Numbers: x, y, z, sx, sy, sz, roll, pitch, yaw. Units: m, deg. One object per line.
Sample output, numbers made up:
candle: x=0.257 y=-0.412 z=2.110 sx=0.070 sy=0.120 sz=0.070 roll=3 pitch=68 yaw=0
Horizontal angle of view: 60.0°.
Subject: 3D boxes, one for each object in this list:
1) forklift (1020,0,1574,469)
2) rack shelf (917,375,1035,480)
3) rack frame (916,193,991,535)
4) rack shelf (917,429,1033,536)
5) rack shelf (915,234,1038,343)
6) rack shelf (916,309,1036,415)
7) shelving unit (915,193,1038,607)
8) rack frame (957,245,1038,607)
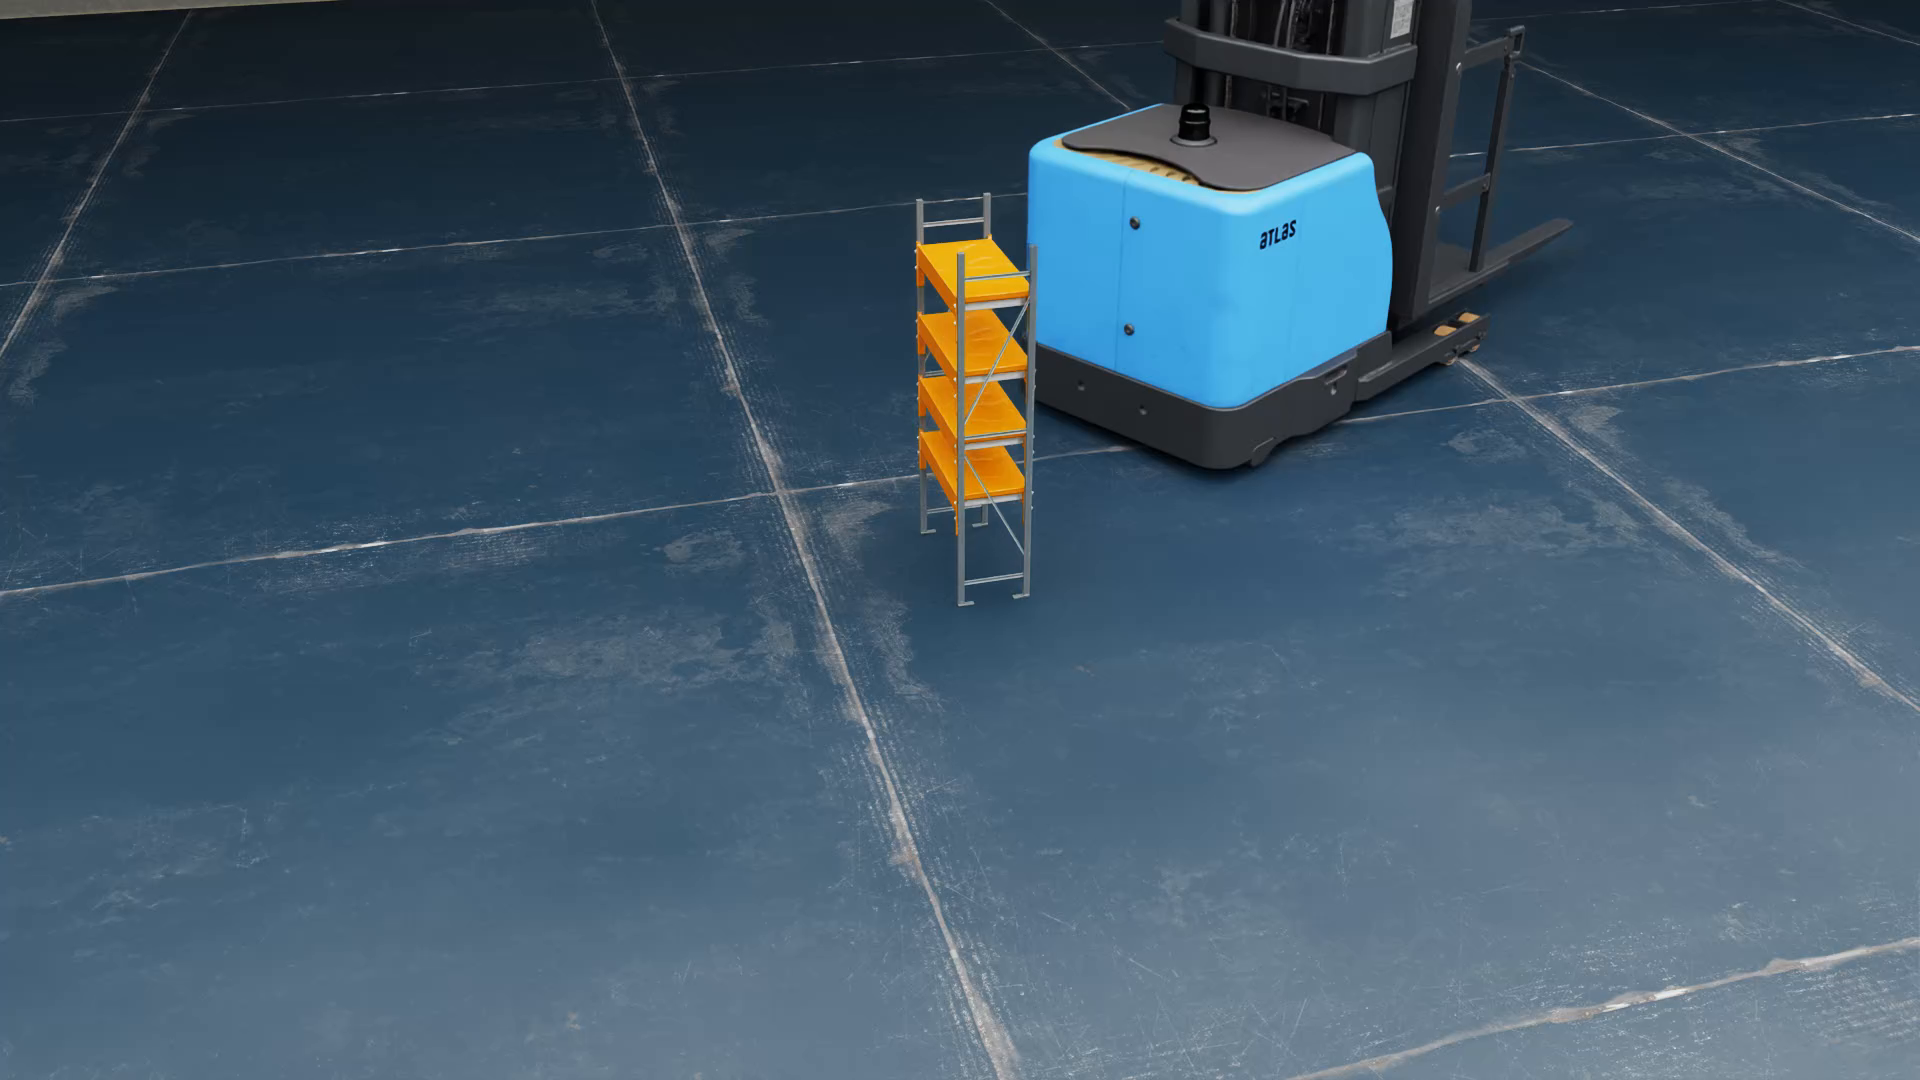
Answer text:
forklift: x=1.629 y=-2.167 z=6.567 sx=1.130 sy=2.935 sz=3.031 roll=26 pitch=39 yaw=37
rack shelf: x=0.044 y=-0.381 z=5.345 sx=0.258 sy=0.148 sz=0.480 roll=-8 pitch=31 yaw=-13
rack frame: x=-0.021 y=-0.557 z=5.515 sx=0.240 sy=1.200 sz=0.015 roll=-8 pitch=31 yaw=-13
rack shelf: x=0.044 y=-0.209 z=5.444 sx=0.258 sy=0.148 sz=0.480 roll=-8 pitch=31 yaw=-13
rack shelf: x=0.044 y=-0.779 z=5.114 sx=0.258 sy=0.148 sz=0.480 roll=-8 pitch=31 yaw=-13
rack shelf: x=0.044 y=-0.575 z=5.233 sx=0.258 sy=0.148 sz=0.480 roll=-8 pitch=31 yaw=-13
shelving unit: x=0.044 y=-0.439 z=5.311 sx=0.258 sy=1.200 sz=0.503 roll=-8 pitch=31 yaw=-13
rack frame: x=0.109 y=-0.321 z=5.108 sx=0.240 sy=1.200 sz=0.015 roll=-8 pitch=31 yaw=-13
